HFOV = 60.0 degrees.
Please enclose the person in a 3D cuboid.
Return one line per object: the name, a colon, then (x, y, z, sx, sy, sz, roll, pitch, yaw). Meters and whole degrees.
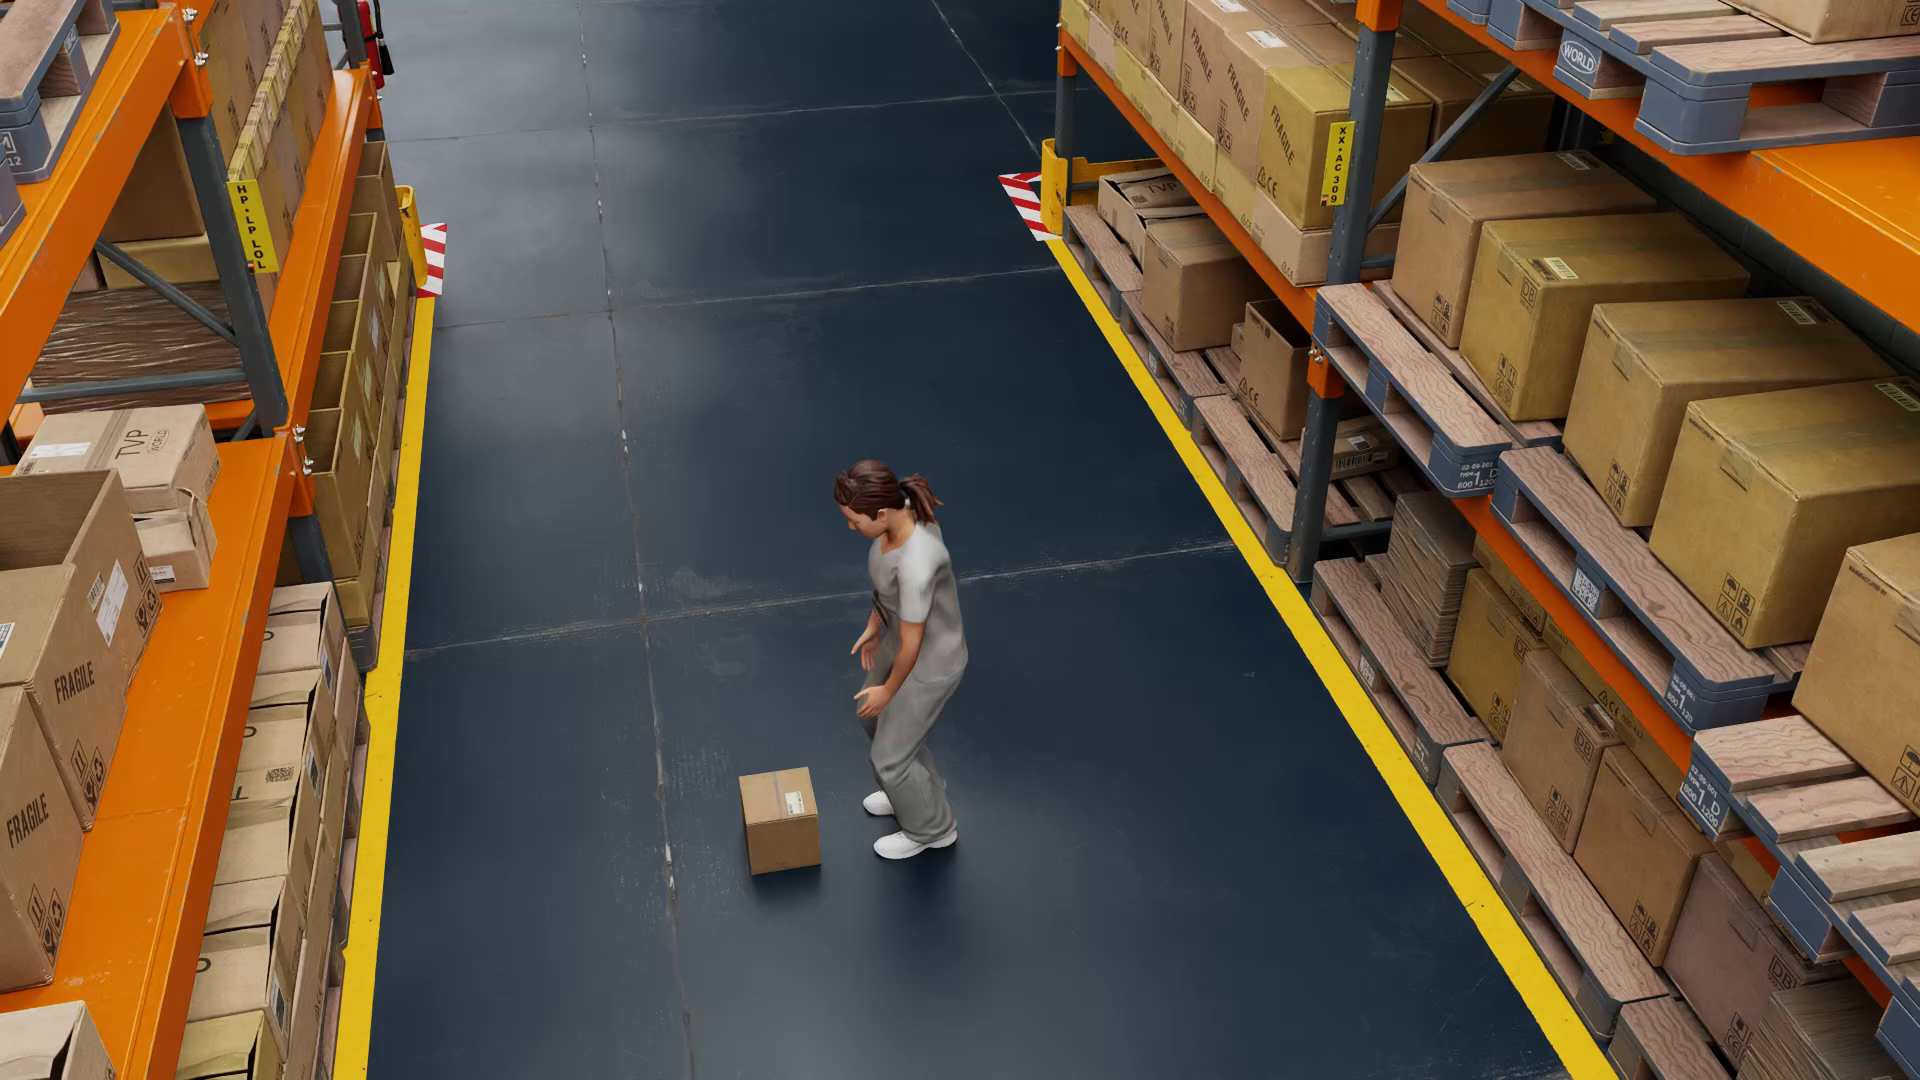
person: (-0.187, 0.408, 5.622, 0.426, 1.603, 0.468, -6, 35, -9)
